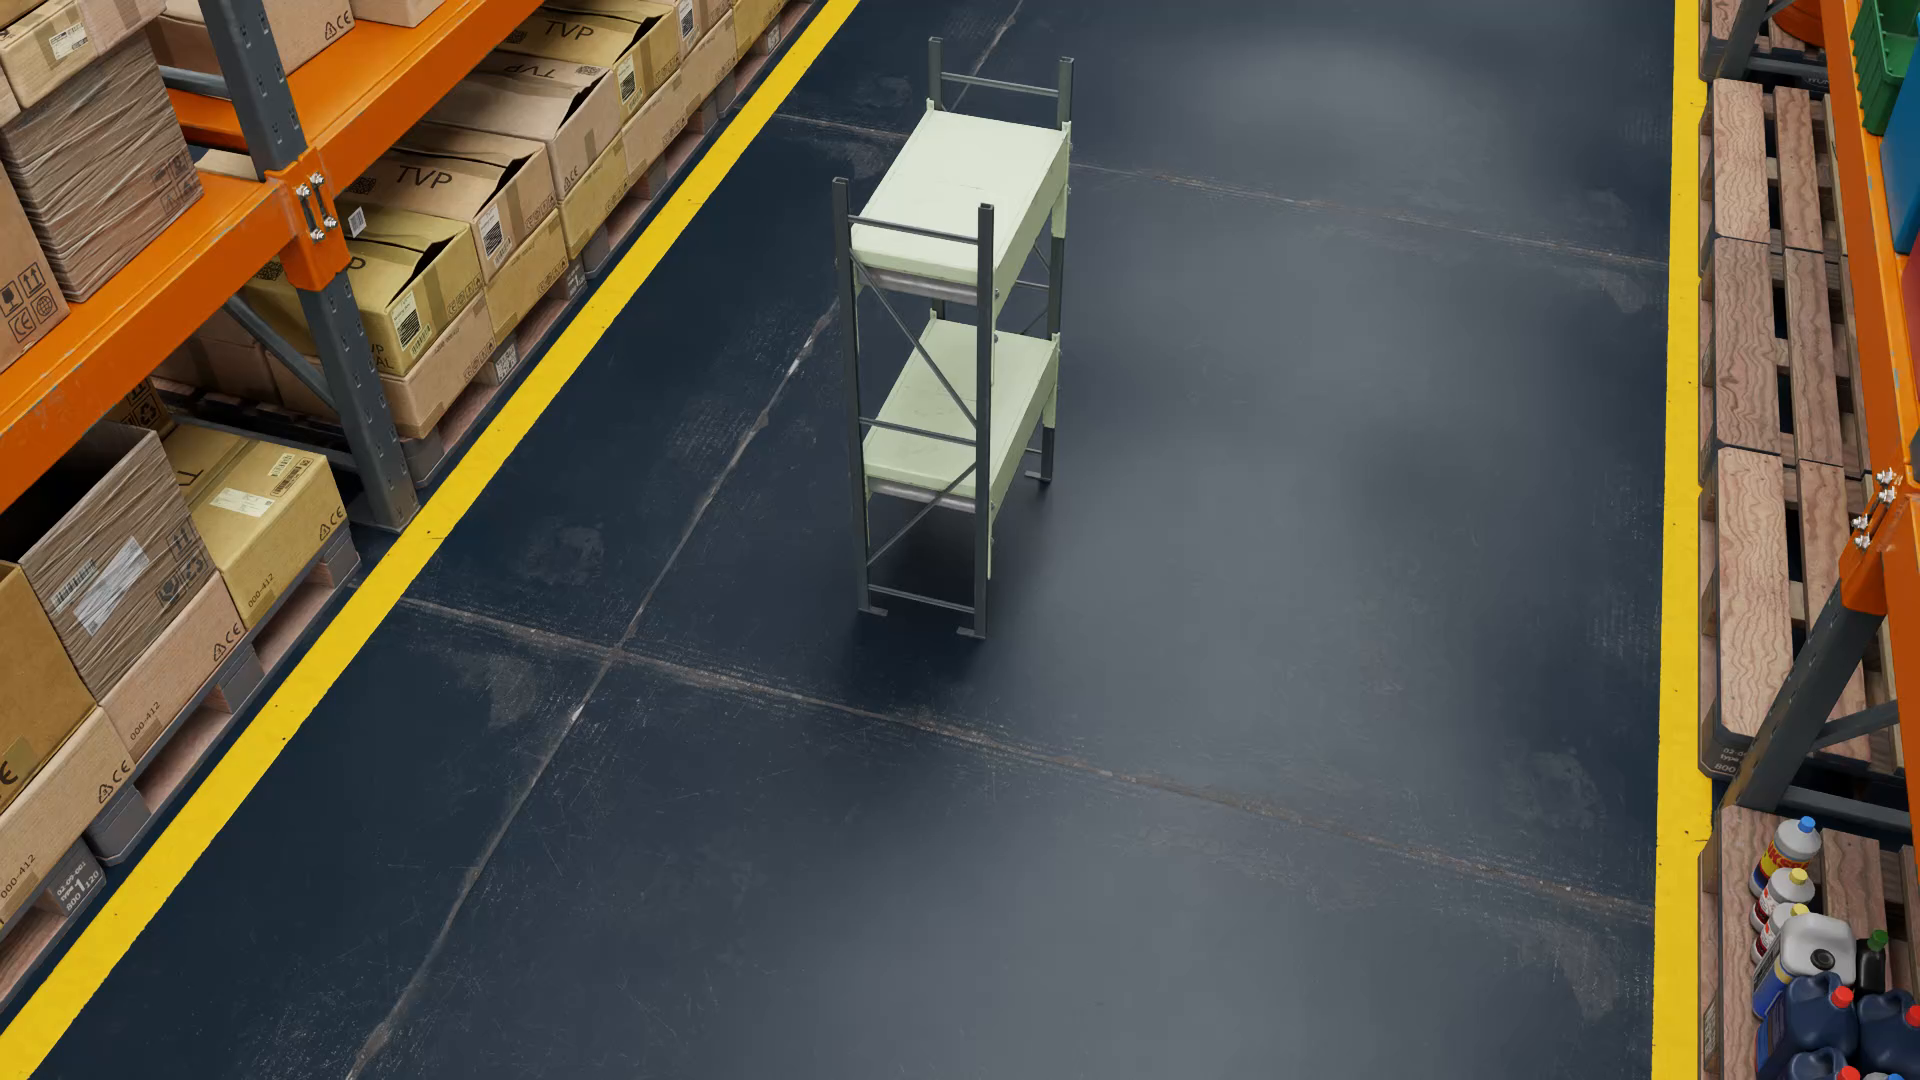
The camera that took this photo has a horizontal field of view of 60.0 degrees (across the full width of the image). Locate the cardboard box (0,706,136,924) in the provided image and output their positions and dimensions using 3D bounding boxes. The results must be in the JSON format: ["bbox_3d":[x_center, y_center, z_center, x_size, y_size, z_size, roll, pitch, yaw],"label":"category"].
[{"bbox_3d":[-2.457,0.620,4.137,0.500,0.250,0.500,13,46,13],"label":"cardboard box"}]

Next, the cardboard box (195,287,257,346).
[{"bbox_3d":[-2.378,-0.934,5.325,0.500,0.311,0.500,13,46,13],"label":"cardboard box"}]

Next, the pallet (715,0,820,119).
[{"bbox_3d":[-1.302,-2.365,7.516,1.003,0.211,1.213,13,46,13],"label":"pallet"}]

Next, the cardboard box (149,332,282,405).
[{"bbox_3d":[-2.378,-0.741,5.528,0.500,0.250,0.500,12,46,12],"label":"cardboard box"}]

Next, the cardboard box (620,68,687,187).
[{"bbox_3d":[-1.403,-1.644,6.452,0.500,0.250,0.500,13,46,13],"label":"cardboard box"}]

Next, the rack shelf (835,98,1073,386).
[{"bbox_3d":[-0.002,-0.811,4.448,0.431,0.370,0.720,13,46,12],"label":"rack shelf"}]

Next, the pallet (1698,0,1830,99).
[{"bbox_3d":[3.903,-2.388,7.539,1.003,0.211,1.213,13,46,13],"label":"pallet"}]

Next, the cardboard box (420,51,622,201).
[{"bbox_3d":[-1.552,-1.504,5.907,0.500,0.311,0.500,11,45,11],"label":"cardboard box"}]

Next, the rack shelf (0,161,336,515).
[{"bbox_3d":[-2.833,0.355,3.257,1.077,0.370,4.000,13,46,13],"label":"rack shelf"}]

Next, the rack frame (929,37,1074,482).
[{"bbox_3d":[0.109,-0.776,4.970,0.400,1.500,0.023,13,46,12],"label":"rack frame"}]

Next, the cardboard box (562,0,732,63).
[{"bbox_3d":[-1.246,-2.185,6.603,0.500,0.311,0.500,12,46,12],"label":"cardboard box"}]

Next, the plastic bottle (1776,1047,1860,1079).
[{"bbox_3d":[1.796,1.182,3.477,0.144,0.351,0.185,11,45,11],"label":"plastic bottle"}]

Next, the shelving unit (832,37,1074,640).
[{"bbox_3d":[-0.002,-0.532,4.721,0.431,1.500,0.755,13,46,12],"label":"shelving unit"}]

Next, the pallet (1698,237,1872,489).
[{"bbox_3d":[3.061,-0.535,5.646,1.003,0.211,1.213,13,46,13],"label":"pallet"}]

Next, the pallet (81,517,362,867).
[{"bbox_3d":[-2.508,0.282,4.811,1.003,0.211,1.213,13,46,13],"label":"pallet"}]

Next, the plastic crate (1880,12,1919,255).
[{"bbox_3d":[2.530,-0.979,4.118,0.392,0.384,0.575,13,46,13],"label":"plastic crate"}]

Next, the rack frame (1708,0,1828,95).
[{"bbox_3d":[3.704,-2.850,6.018,1.000,3.000,0.127,13,46,13],"label":"rack frame"}]

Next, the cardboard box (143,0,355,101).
[{"bbox_3d":[-2.120,-1.519,4.765,0.500,0.250,0.500,15,46,15],"label":"cardboard box"}]

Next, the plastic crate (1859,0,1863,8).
[{"bbox_3d":[2.923,-1.861,4.961,0.402,0.464,0.583,13,46,13],"label":"plastic crate"}]

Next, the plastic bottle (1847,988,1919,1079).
[{"bbox_3d":[1.990,1.086,3.575,0.144,0.351,0.185,13,46,13],"label":"plastic bottle"}]

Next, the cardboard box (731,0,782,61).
[{"bbox_3d":[-1.095,-2.323,7.144,0.500,0.250,0.500,12,46,12],"label":"cardboard box"}]

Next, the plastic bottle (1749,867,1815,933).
[{"bbox_3d":[1.948,0.846,3.927,0.097,0.201,0.097,0,44,0],"label":"plastic bottle"}]

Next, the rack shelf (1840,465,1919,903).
[{"bbox_3d":[1.887,1.406,2.183,1.077,0.370,4.000,13,46,13],"label":"rack shelf"}]

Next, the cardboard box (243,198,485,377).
[{"bbox_3d":[-1.864,-0.826,5.214,0.500,0.311,0.500,13,46,13],"label":"cardboard box"}]

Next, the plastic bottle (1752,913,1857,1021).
[{"bbox_3d":[1.907,0.973,3.744,0.152,0.276,0.135,14,46,14],"label":"plastic bottle"}]

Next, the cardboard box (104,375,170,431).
[{"bbox_3d":[-2.666,-0.428,4.672,0.500,0.500,0.500,13,46,13],"label":"cardboard box"}]

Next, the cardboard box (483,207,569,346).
[{"bbox_3d":[-1.713,-0.960,5.752,0.500,0.250,0.500,14,46,14],"label":"cardboard box"}]

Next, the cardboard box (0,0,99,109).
[{"bbox_3d":[-2.182,-1.112,3.707,0.380,0.149,0.250,12,46,12],"label":"cardboard box"}]

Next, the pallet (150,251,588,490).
[{"bbox_3d":[-2.041,-0.738,5.854,1.003,0.211,1.213,13,46,13],"label":"pallet"}]

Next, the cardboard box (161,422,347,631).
[{"bbox_3d":[-2.159,-0.048,4.820,0.500,0.250,0.500,13,46,13],"label":"cardboard box"}]

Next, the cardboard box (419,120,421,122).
[{"bbox_3d":[-2.073,-1.614,6.020,0.500,0.311,0.500,12,46,12],"label":"cardboard box"}]

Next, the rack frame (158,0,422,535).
[{"bbox_3d":[-2.227,-1.236,4.368,1.000,3.000,0.127,13,46,13],"label":"rack frame"}]

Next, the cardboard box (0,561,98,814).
[{"bbox_3d":[-2.469,0.349,3.878,0.500,0.500,0.500,13,46,13],"label":"cardboard box"}]

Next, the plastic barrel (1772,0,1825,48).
[{"bbox_3d":[3.836,-2.554,6.967,0.600,0.830,0.708,13,46,13],"label":"plastic barrel"}]

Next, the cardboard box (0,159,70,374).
[{"bbox_3d":[-2.509,-0.621,3.669,0.700,0.500,0.500,12,46,12],"label":"cardboard box"}]
